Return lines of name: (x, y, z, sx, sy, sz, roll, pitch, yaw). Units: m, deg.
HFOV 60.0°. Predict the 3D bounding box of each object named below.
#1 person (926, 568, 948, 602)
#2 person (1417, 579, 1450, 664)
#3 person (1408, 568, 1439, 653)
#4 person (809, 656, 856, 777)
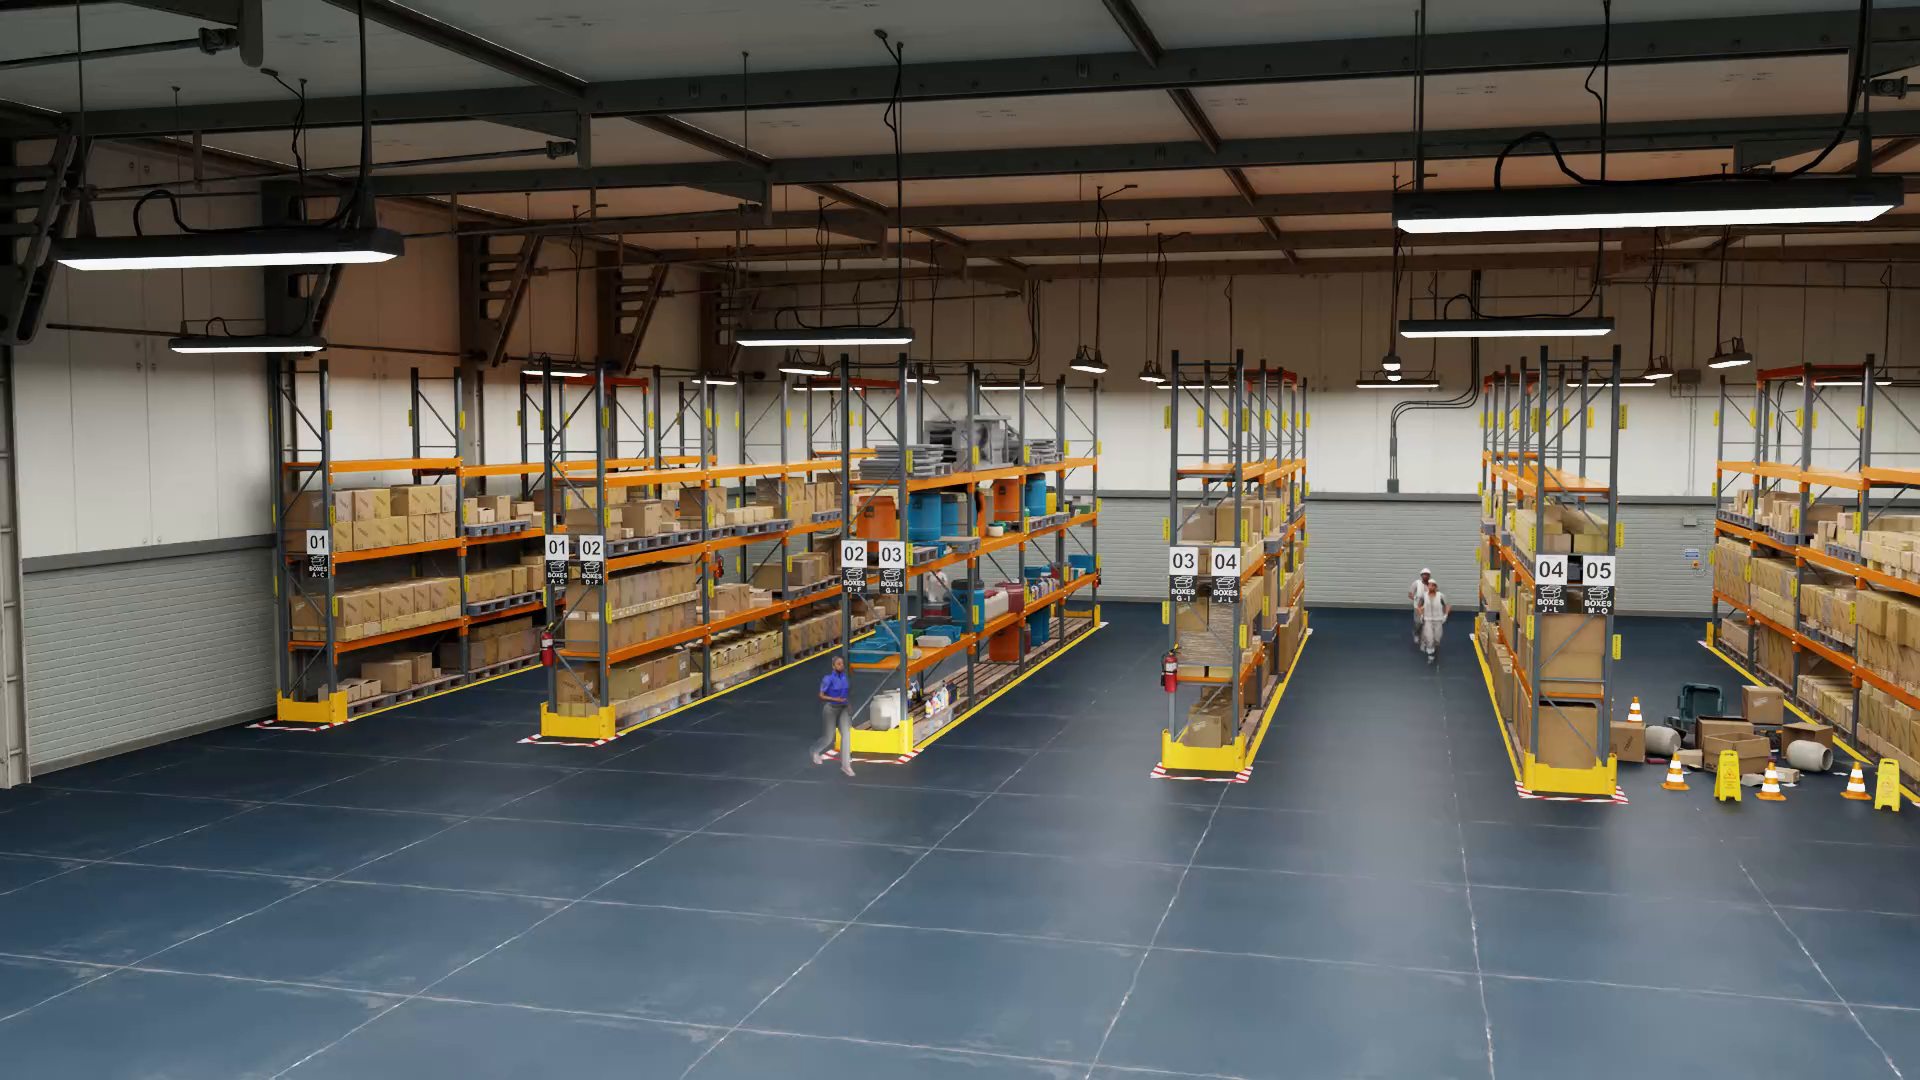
person: (-0.551, 1.324, 39.153, 0.555, 1.674, 0.953, 0, 4, 6)
person: (9.725, 1.676, 34.210, 0.653, 1.749, 0.544, 1, 4, 19)
person: (10.115, 1.509, 36.241, 0.686, 1.792, 0.967, 1, 4, 9)
person: (-1.775, 2.487, 23.645, 0.589, 1.666, 0.910, -4, 6, -43)
